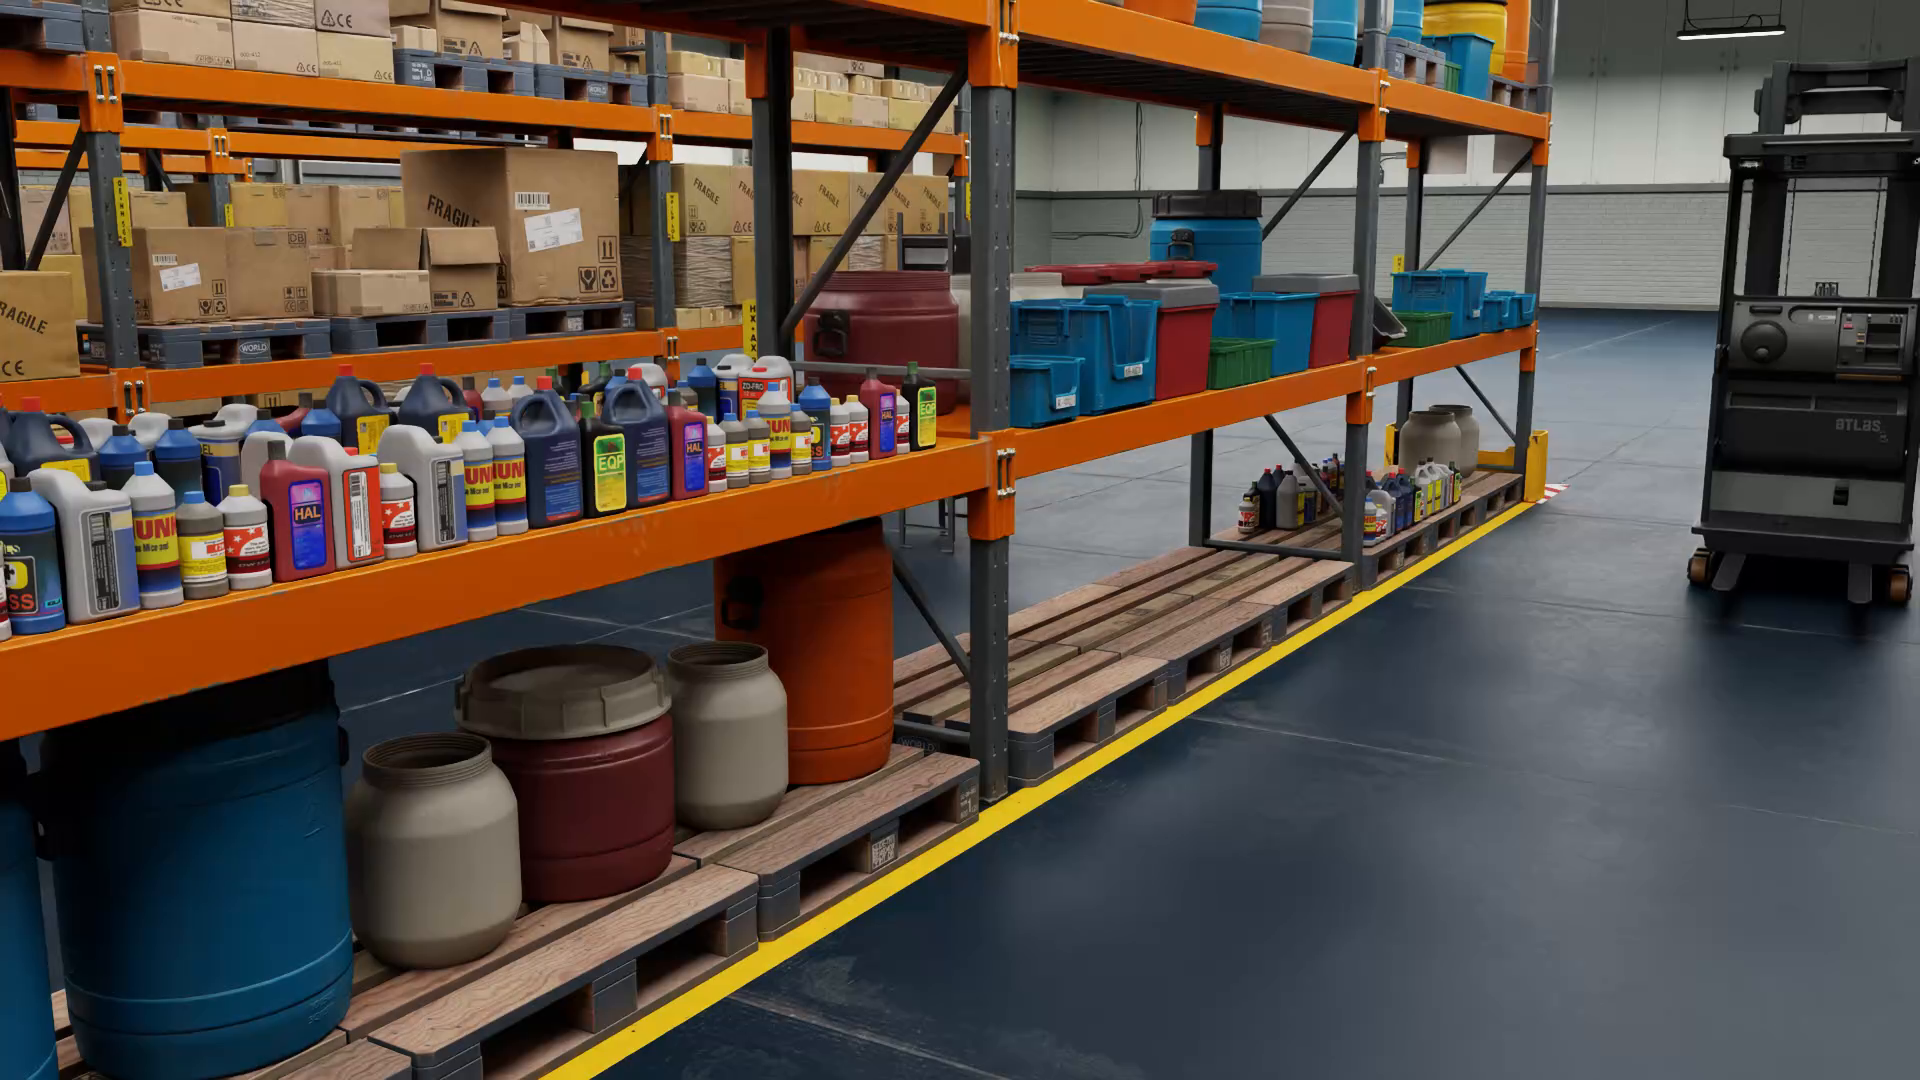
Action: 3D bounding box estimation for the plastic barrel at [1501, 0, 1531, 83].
[{"bbox_3d":[3.723,-3.656,11.784,0.600,0.830,0.708,6,12,31],"label":"plastic barrel"}]

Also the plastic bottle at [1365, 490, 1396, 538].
[{"bbox_3d":[2.475,-0.162,9.791,0.152,0.276,0.135,7,13,33],"label":"plastic bottle"}]

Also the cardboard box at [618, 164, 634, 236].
[{"bbox_3d":[-2.445,-2.480,12.168,0.500,0.500,0.500,6,12,31],"label":"cardboard box"}]

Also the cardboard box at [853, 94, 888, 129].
[{"bbox_3d":[-0.930,-3.467,13.495,0.500,0.250,0.500,7,13,32],"label":"cardboard box"}]

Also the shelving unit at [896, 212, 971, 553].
[{"bbox_3d":[-0.086,-1.006,10.536,0.431,2.100,0.503,6,12,31],"label":"shelving unit"}]

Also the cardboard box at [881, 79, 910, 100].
[{"bbox_3d":[-0.637,-3.724,13.780,0.380,0.149,0.250,6,12,31],"label":"cardboard box"}]

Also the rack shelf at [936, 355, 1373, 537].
[{"bbox_3d":[0.752,-0.555,7.637,1.077,0.370,4.000,6,12,31],"label":"rack shelf"}]

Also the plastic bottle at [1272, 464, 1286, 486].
[{"bbox_3d":[1.978,-0.296,10.304,0.144,0.351,0.185,6,12,28],"label":"plastic bottle"}]

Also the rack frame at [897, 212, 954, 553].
[{"bbox_3d":[-0.213,-0.968,10.331,0.400,2.100,0.015,6,12,31],"label":"rack frame"}]

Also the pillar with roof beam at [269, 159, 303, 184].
[{"bbox_3d":[-7.418,-7.204,24.892,9.100,9.000,0.400,6,12,31],"label":"pillar with roof beam"}]

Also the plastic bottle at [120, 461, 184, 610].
[{"bbox_3d":[-1.524,-0.011,3.128,0.097,0.271,0.097,0,11,0],"label":"plastic bottle"}]

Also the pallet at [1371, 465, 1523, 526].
[{"bbox_3d":[3.441,-0.338,12.100,1.003,0.211,1.213,6,12,31],"label":"pallet"}]

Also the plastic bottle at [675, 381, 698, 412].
[{"bbox_3d":[-0.922,-0.428,5.545,0.097,0.201,0.097,0,11,0],"label":"plastic bottle"}]

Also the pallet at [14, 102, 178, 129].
[{"bbox_3d":[-7.064,-3.418,13.341,0.805,0.209,1.217,6,12,28],"label":"pallet"}]

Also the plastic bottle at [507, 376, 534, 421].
[{"bbox_3d":[-1.300,-0.348,4.926,0.097,0.271,0.097,0,11,0],"label":"plastic bottle"}]

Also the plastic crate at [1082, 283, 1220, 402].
[{"bbox_3d":[0.814,-0.850,7.086,0.402,0.464,0.583,6,12,31],"label":"plastic crate"}]

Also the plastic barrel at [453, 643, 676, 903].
[{"bbox_3d":[-1.112,0.641,4.706,0.600,0.588,0.708,6,12,31],"label":"plastic barrel"}]

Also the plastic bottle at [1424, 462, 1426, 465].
[{"bbox_3d":[3.042,-0.376,10.910,0.061,0.283,0.133,6,12,31],"label":"plastic bottle"}]

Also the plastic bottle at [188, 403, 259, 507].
[{"bbox_3d":[-1.793,-0.191,4.076,0.152,0.276,0.135,6,12,31],"label":"plastic bottle"}]

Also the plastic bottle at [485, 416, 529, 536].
[{"bbox_3d":[-1.062,-0.151,3.875,0.097,0.271,0.097,0,11,0],"label":"plastic bottle"}]

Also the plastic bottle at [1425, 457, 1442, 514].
[{"bbox_3d":[2.979,-0.351,10.593,0.144,0.351,0.185,7,13,33],"label":"plastic bottle"}]

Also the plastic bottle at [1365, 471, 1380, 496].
[{"bbox_3d":[2.441,-0.238,9.994,0.144,0.351,0.185,6,12,31],"label":"plastic bottle"}]

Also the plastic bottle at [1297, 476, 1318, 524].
[{"bbox_3d":[2.117,-0.249,10.256,0.152,0.276,0.135,6,12,31],"label":"plastic bottle"}]

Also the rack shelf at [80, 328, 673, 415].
[{"bbox_3d":[-3.481,-1.028,10.165,1.077,0.370,4.000,6,12,31],"label":"rack shelf"}]

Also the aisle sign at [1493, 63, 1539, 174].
[{"bbox_3d":[4.158,-3.113,12.281,0.394,0.787,0.004,6,12,31],"label":"aisle sign"}]

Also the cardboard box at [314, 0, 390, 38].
[{"bbox_3d":[-3.534,-3.045,9.201,0.500,0.500,0.500,6,12,29],"label":"cardboard box"}]

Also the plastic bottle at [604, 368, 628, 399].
[{"bbox_3d":[-1.059,-0.400,5.201,0.097,0.271,0.097,0,11,0],"label":"plastic bottle"}]

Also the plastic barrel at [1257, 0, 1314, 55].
[{"bbox_3d":[1.372,-2.740,7.841,0.600,0.901,0.600,0,11,0],"label":"plastic barrel"}]

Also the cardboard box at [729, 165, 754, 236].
[{"bbox_3d":[-1.734,-2.508,12.319,0.500,0.500,0.500,6,12,31],"label":"cardboard box"}]

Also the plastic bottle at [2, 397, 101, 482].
[{"bbox_3d":[-1.947,-0.132,3.556,0.144,0.351,0.185,6,12,31],"label":"plastic bottle"}]

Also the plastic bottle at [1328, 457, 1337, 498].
[{"bbox_3d":[2.481,-0.418,11.170,0.097,0.271,0.097,0,11,0],"label":"plastic bottle"}]

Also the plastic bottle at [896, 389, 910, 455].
[{"bbox_3d":[-0.208,-0.376,5.264,0.097,0.201,0.097,0,11,0],"label":"plastic bottle"}]

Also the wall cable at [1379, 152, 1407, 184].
[{"bbox_3d":[12.128,-12.489,43.880,2.305,6.003,0.169,6,12,31],"label":"wall cable"}]

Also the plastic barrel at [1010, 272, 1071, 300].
[{"bbox_3d":[0.284,-0.898,7.207,0.421,0.512,0.421,0,11,0],"label":"plastic barrel"}]

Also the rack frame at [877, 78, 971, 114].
[{"bbox_3d":[-0.366,-5.274,14.587,1.000,3.000,0.127,6,12,31],"label":"rack frame"}]

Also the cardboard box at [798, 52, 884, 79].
[{"bbox_3d":[-0.955,-3.973,13.349,0.500,0.500,0.500,6,12,31],"label":"cardboard box"}]

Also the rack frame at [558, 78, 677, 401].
[{"bbox_3d":[-2.443,-1.696,11.779,1.000,3.000,0.127,6,12,31],"label":"rack frame"}]

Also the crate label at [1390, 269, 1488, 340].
[{"bbox_3d":[3.142,-1.554,10.924,0.502,0.435,0.616,6,12,31],"label":"crate label"}]

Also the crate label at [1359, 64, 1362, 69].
[{"bbox_3d":[2.613,-2.991,10.945,0.502,0.251,0.408,6,12,31],"label":"crate label"}]

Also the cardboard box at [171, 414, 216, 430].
[{"bbox_3d":[-4.198,-0.532,9.117,0.500,0.250,0.500,7,13,33],"label":"cardboard box"}]

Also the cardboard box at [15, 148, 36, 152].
[{"bbox_3d":[-10.011,-4.182,17.584,0.380,0.149,0.250,6,12,29],"label":"cardboard box"}]

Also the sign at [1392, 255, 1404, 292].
[{"bbox_3d":[3.399,-2.042,12.870,0.100,0.325,0.005,6,12,31],"label":"sign"}]

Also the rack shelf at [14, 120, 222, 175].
[{"bbox_3d":[-7.668,-2.992,12.505,1.077,0.370,4.000,6,12,31],"label":"rack shelf"}]

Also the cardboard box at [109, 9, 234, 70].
[{"bbox_3d":[-4.058,-2.518,8.421,0.500,0.250,0.500,7,12,32],"label":"cardboard box"}]

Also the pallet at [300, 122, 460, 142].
[{"bbox_3d":[-5.562,-3.936,15.830,1.003,0.211,1.213,6,12,31],"label":"pallet"}]

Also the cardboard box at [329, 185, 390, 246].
[{"bbox_3d":[-5.825,-3.015,15.479,0.875,0.550,0.550,6,12,31],"label":"cardboard box"}]

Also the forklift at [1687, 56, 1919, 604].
[{"bbox_3d":[4.799,-1.191,9.263,1.130,2.935,3.031,6,12,28],"label":"forklift"}]

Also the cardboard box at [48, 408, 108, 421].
[{"bbox_3d":[-7.379,-1.029,13.187,1.050,0.750,0.750,6,12,31],"label":"cardboard box"}]

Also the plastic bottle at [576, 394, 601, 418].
[{"bbox_3d":[-0.945,-0.237,4.302,0.061,0.283,0.133,6,12,31],"label":"plastic bottle"}]

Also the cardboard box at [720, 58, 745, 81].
[{"bbox_3d":[-1.771,-3.404,12.072,0.380,0.149,0.250,6,12,31],"label":"cardboard box"}]

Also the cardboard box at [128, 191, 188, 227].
[{"bbox_3d":[-6.882,-2.648,13.873,0.700,0.500,0.500,6,12,30],"label":"cardboard box"}]

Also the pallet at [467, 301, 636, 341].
[{"bbox_3d":[-2.964,-1.496,11.228,1.003,0.211,1.213,6,12,31],"label":"pallet"}]

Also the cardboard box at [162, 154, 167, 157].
[{"bbox_3d":[-9.239,-4.426,18.890,0.380,0.149,0.250,6,12,31],"label":"cardboard box"}]

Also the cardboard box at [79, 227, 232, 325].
[{"bbox_3d":[-4.274,-1.412,8.844,0.500,0.500,0.500,5,12,24],"label":"cardboard box"}]

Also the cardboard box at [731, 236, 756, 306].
[{"bbox_3d":[-1.867,-2.032,12.490,0.875,0.500,0.500,6,12,31],"label":"cardboard box"}]
